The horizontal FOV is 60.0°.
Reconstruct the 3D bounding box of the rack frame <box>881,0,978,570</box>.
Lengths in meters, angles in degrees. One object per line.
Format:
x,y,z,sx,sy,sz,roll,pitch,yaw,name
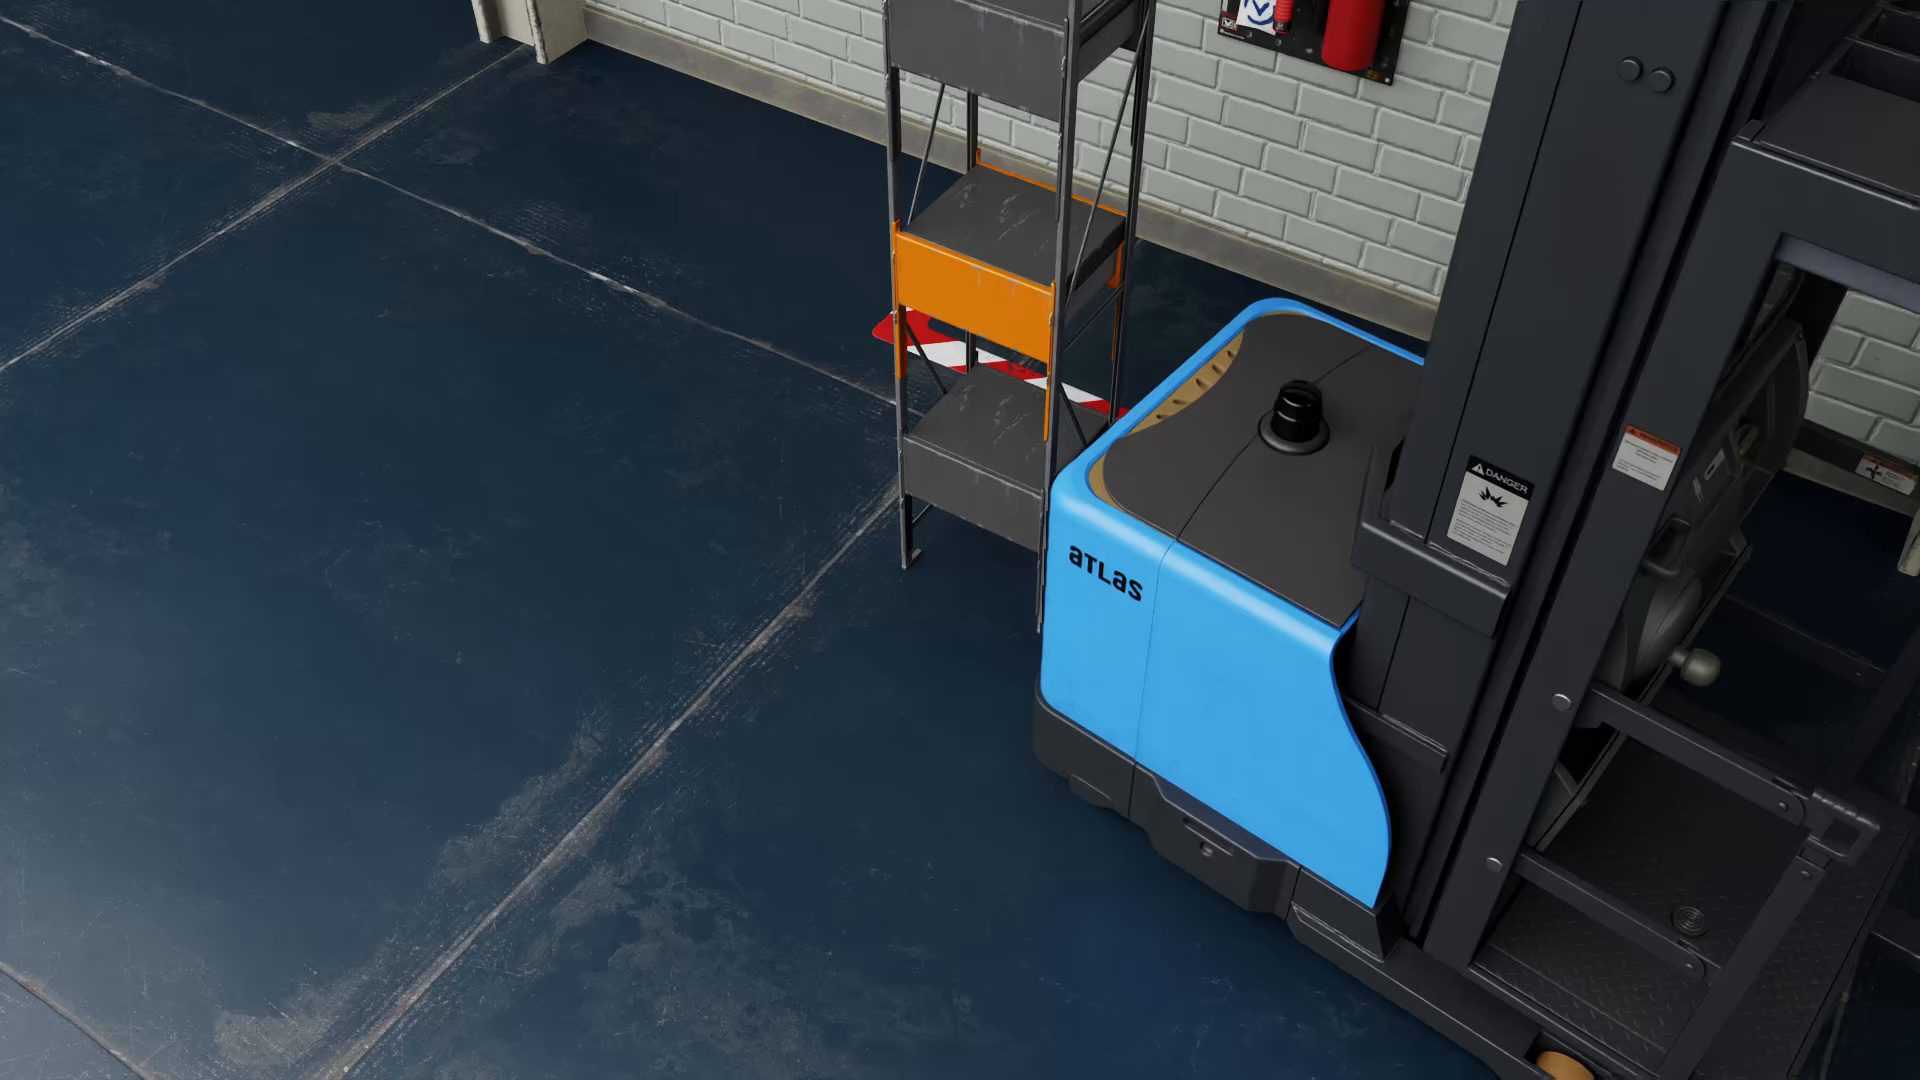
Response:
-0.066,-0.762,4.527,0.015,2.100,0.400,25,51,22,rack frame

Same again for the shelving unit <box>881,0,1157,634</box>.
0.139,-0.668,4.435,0.503,2.100,0.431,25,51,22,shelving unit

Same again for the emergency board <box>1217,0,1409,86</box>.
1.097,-1.949,5.052,0.643,1.169,0.194,25,51,22,emergency board

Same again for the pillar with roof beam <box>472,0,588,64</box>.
-4.218,-2.784,1.681,0.400,9.000,9.100,25,51,22,pillar with roof beam

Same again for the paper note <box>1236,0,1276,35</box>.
0.986,-1.752,5.475,0.142,0.148,0.016,25,51,22,paper note

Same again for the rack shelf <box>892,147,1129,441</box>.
0.139,-0.658,4.444,0.480,0.518,0.431,25,51,22,rack shelf

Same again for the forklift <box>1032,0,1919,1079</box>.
1.658,-0.002,3.208,3.031,2.935,1.130,30,53,26,forklift

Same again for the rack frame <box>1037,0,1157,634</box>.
0.345,-0.573,4.343,0.015,2.100,0.400,25,51,22,rack frame

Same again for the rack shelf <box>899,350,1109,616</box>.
0.139,-0.170,4.946,0.480,0.518,0.431,25,51,22,rack shelf

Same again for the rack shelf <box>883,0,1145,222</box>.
0.139,-1.146,3.942,0.480,0.518,0.431,25,51,22,rack shelf
